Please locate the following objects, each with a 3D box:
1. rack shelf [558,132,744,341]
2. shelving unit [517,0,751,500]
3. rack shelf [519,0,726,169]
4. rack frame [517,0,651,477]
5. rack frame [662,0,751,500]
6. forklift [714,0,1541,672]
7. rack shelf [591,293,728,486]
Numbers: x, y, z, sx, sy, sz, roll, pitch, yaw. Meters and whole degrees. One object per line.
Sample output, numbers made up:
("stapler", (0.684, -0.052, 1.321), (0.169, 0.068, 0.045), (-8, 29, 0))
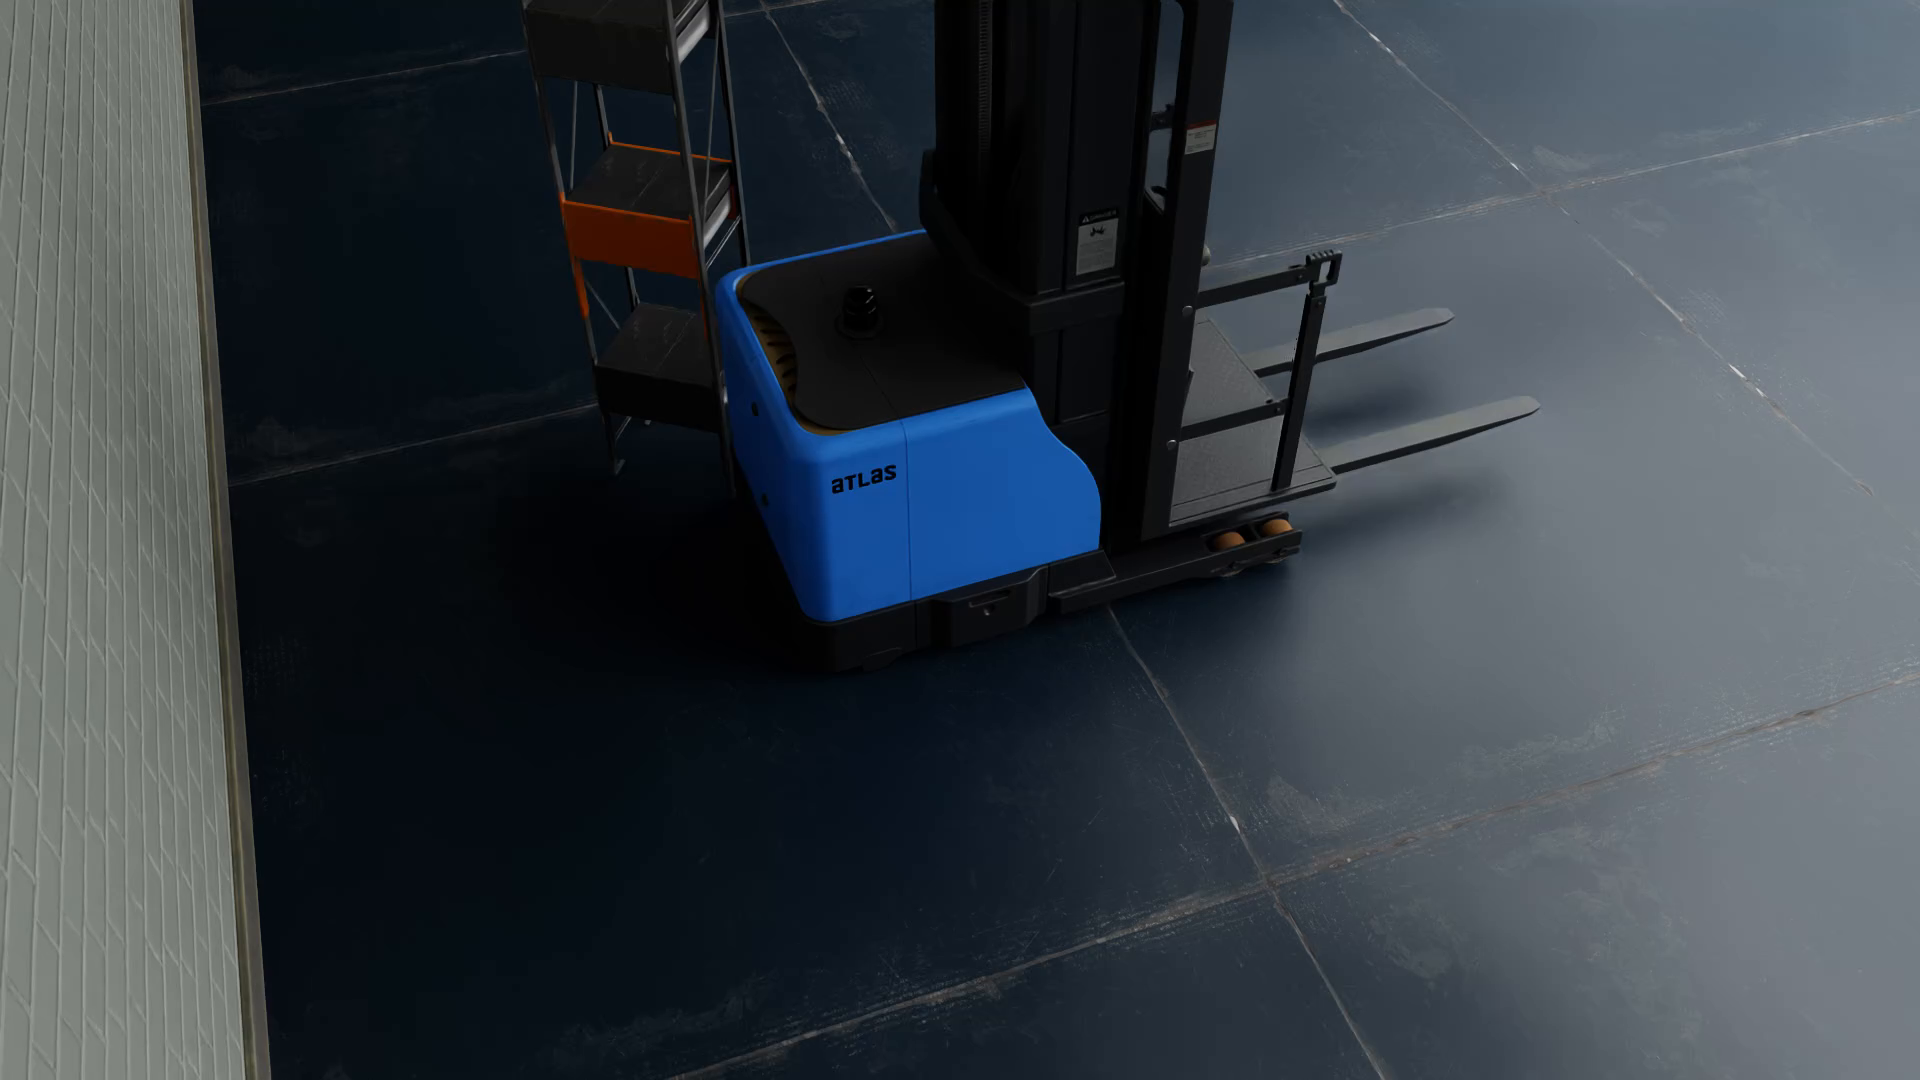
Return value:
("rack shelf", (-1.062, -1.069, 5.853), (0.480, 0.518, 0.431), (11, 46, 11))
("shelving unit", (-1.062, -1.079, 5.843), (0.503, 2.100, 0.431), (11, 46, 11))
("rack shelf", (-1.062, -1.563, 5.357), (0.480, 0.518, 0.431), (11, 46, 11))
("rack frame", (-1.297, -1.126, 5.890), (0.015, 2.100, 0.400), (11, 46, 11))
("rack frame", (-0.827, -1.032, 5.796), (0.015, 2.100, 0.400), (11, 46, 11))
("forklift", (0.723, -1.236, 5.412), (3.031, 2.935, 1.130), (-15, 47, -15))
("rack shelf", (-1.062, -0.575, 6.348), (0.480, 0.518, 0.431), (11, 46, 11))
